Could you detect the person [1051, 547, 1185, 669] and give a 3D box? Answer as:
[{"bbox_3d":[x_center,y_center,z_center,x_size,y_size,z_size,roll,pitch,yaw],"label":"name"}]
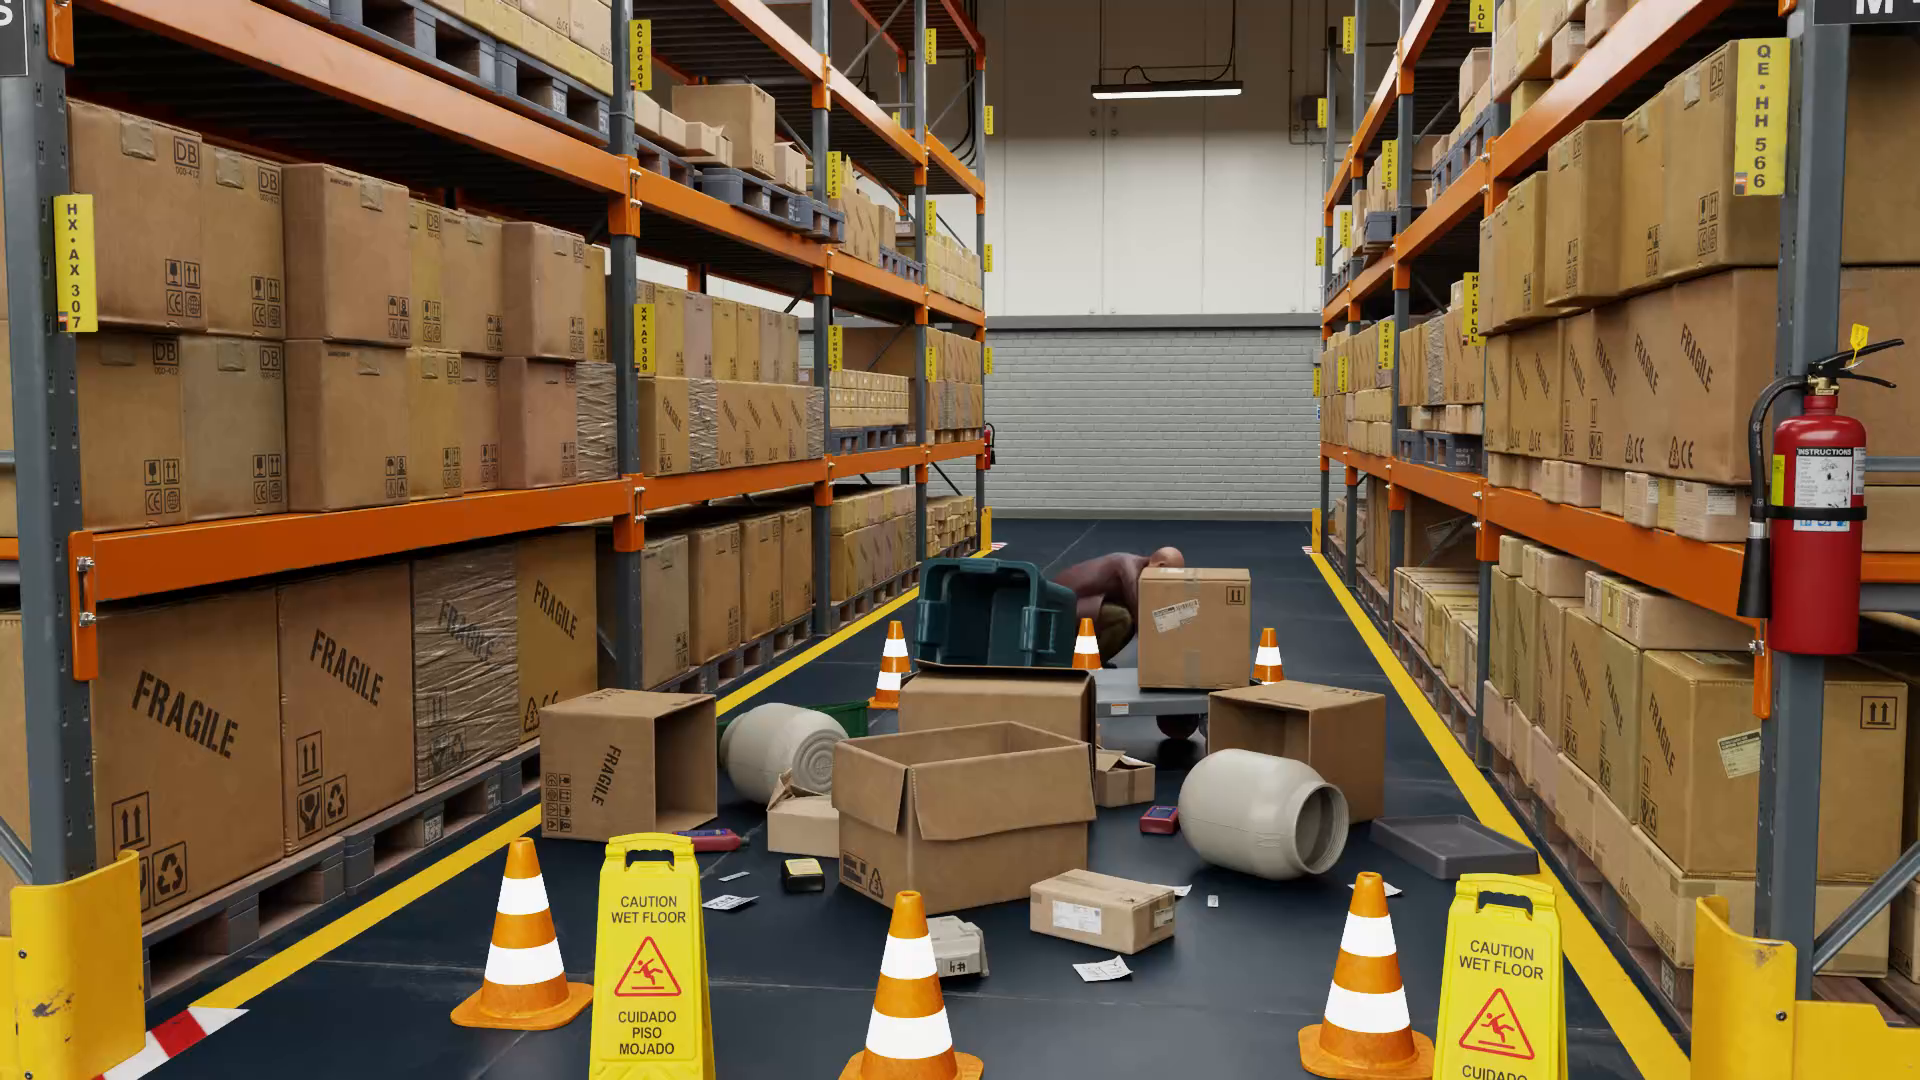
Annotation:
[{"bbox_3d":[0.920,0.506,10.168,0.904,0.857,0.579,1,4,8],"label":"person"}]
